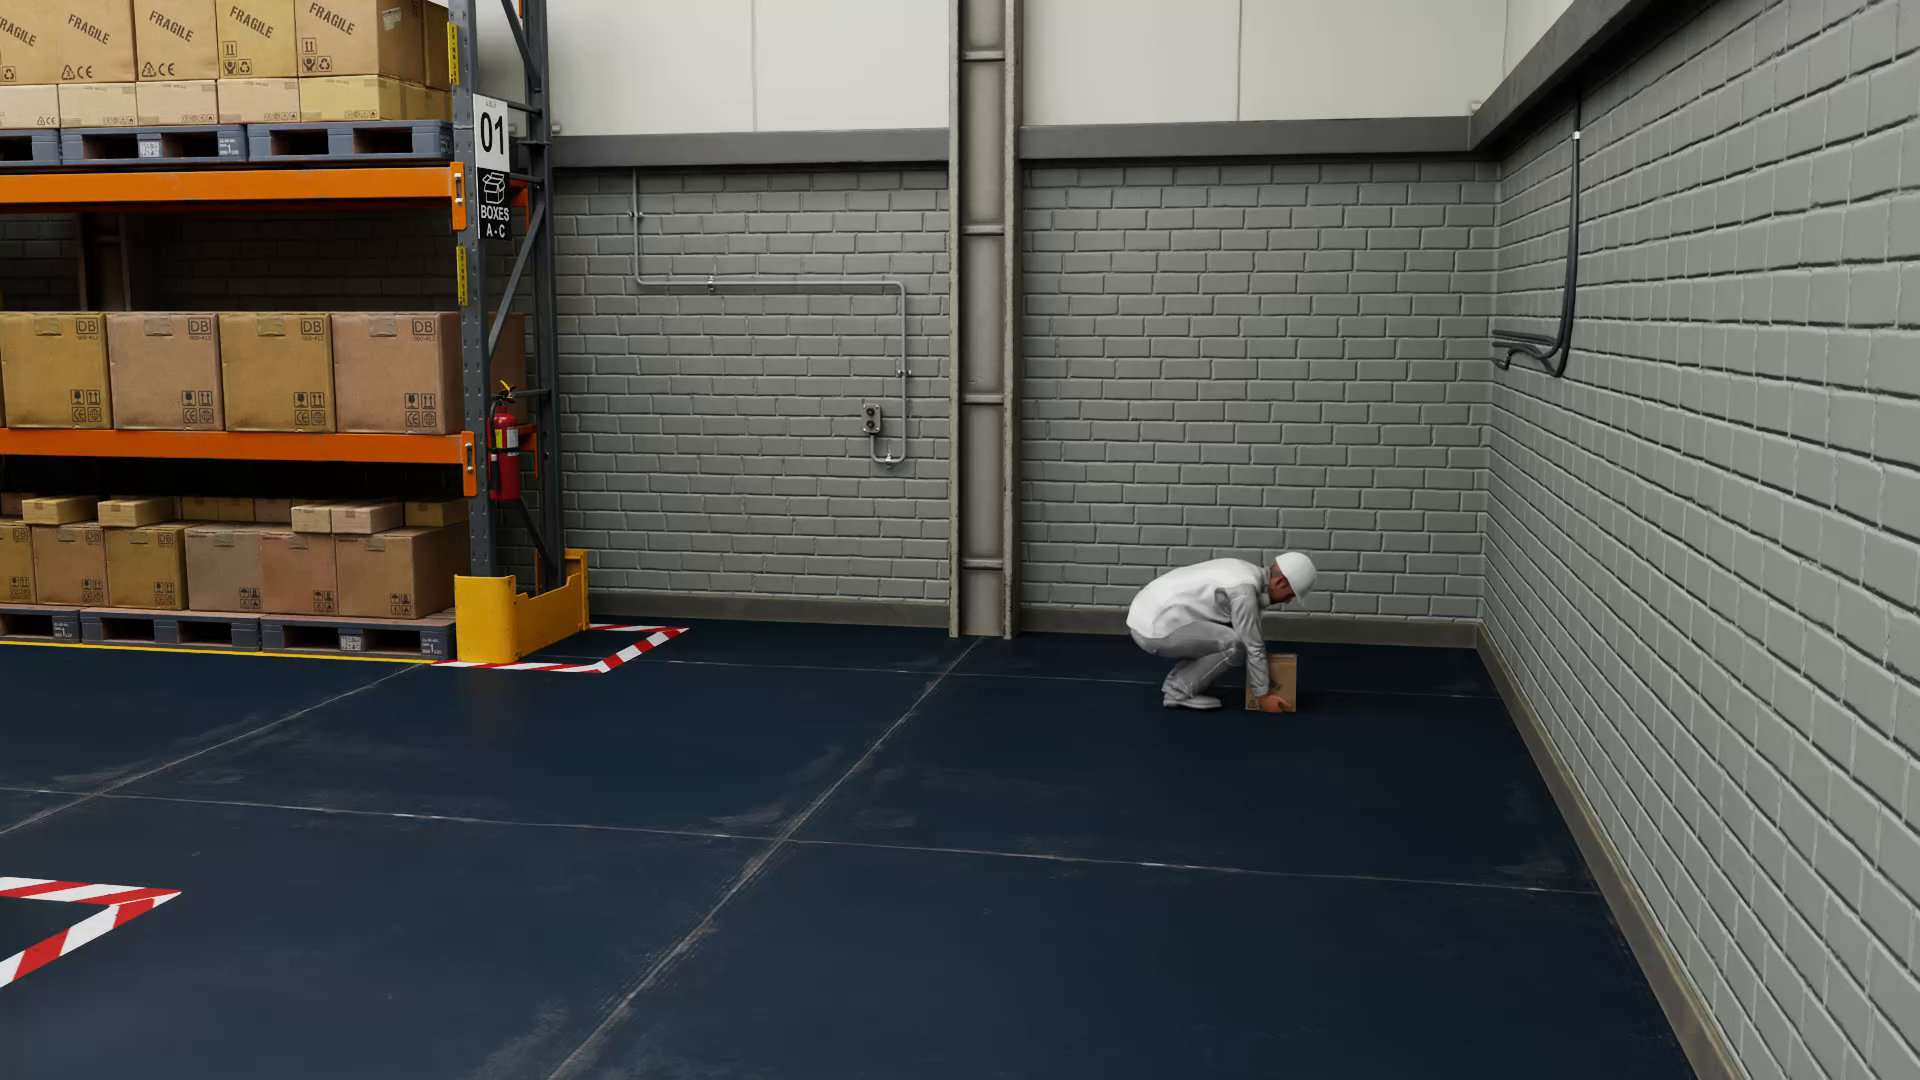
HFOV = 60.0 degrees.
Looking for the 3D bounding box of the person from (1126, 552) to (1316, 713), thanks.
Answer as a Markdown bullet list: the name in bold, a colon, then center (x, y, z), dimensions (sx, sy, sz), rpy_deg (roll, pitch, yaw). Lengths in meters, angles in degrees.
- **person**: center (1.336, 0.495, 8.540), dimensions (0.952, 0.876, 0.513), rpy_deg (1, 8, 11)
